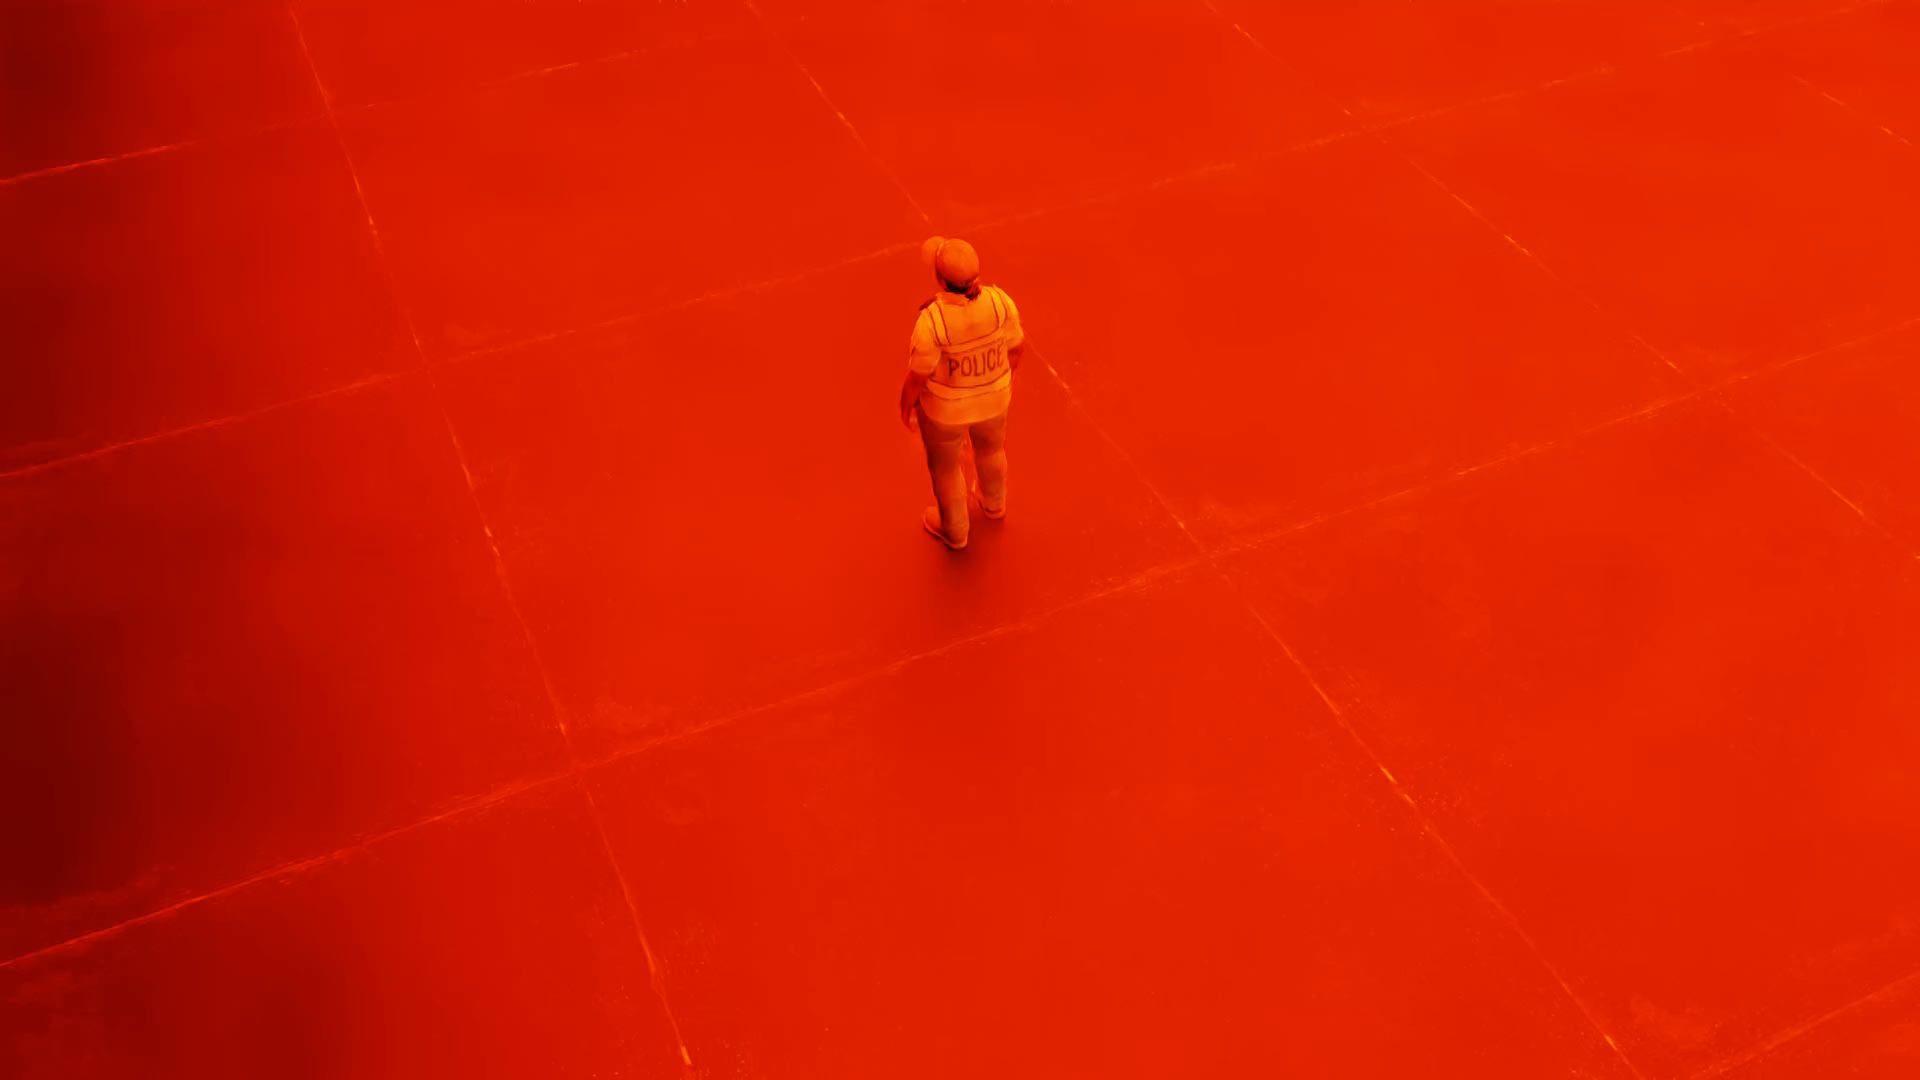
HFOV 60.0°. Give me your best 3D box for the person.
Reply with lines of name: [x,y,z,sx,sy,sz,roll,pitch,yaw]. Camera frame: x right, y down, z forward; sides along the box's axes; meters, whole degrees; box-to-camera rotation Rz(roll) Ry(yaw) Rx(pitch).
person: [-0.012,-0.668,7.313,0.598,1.669,0.529,-18,46,-18]
